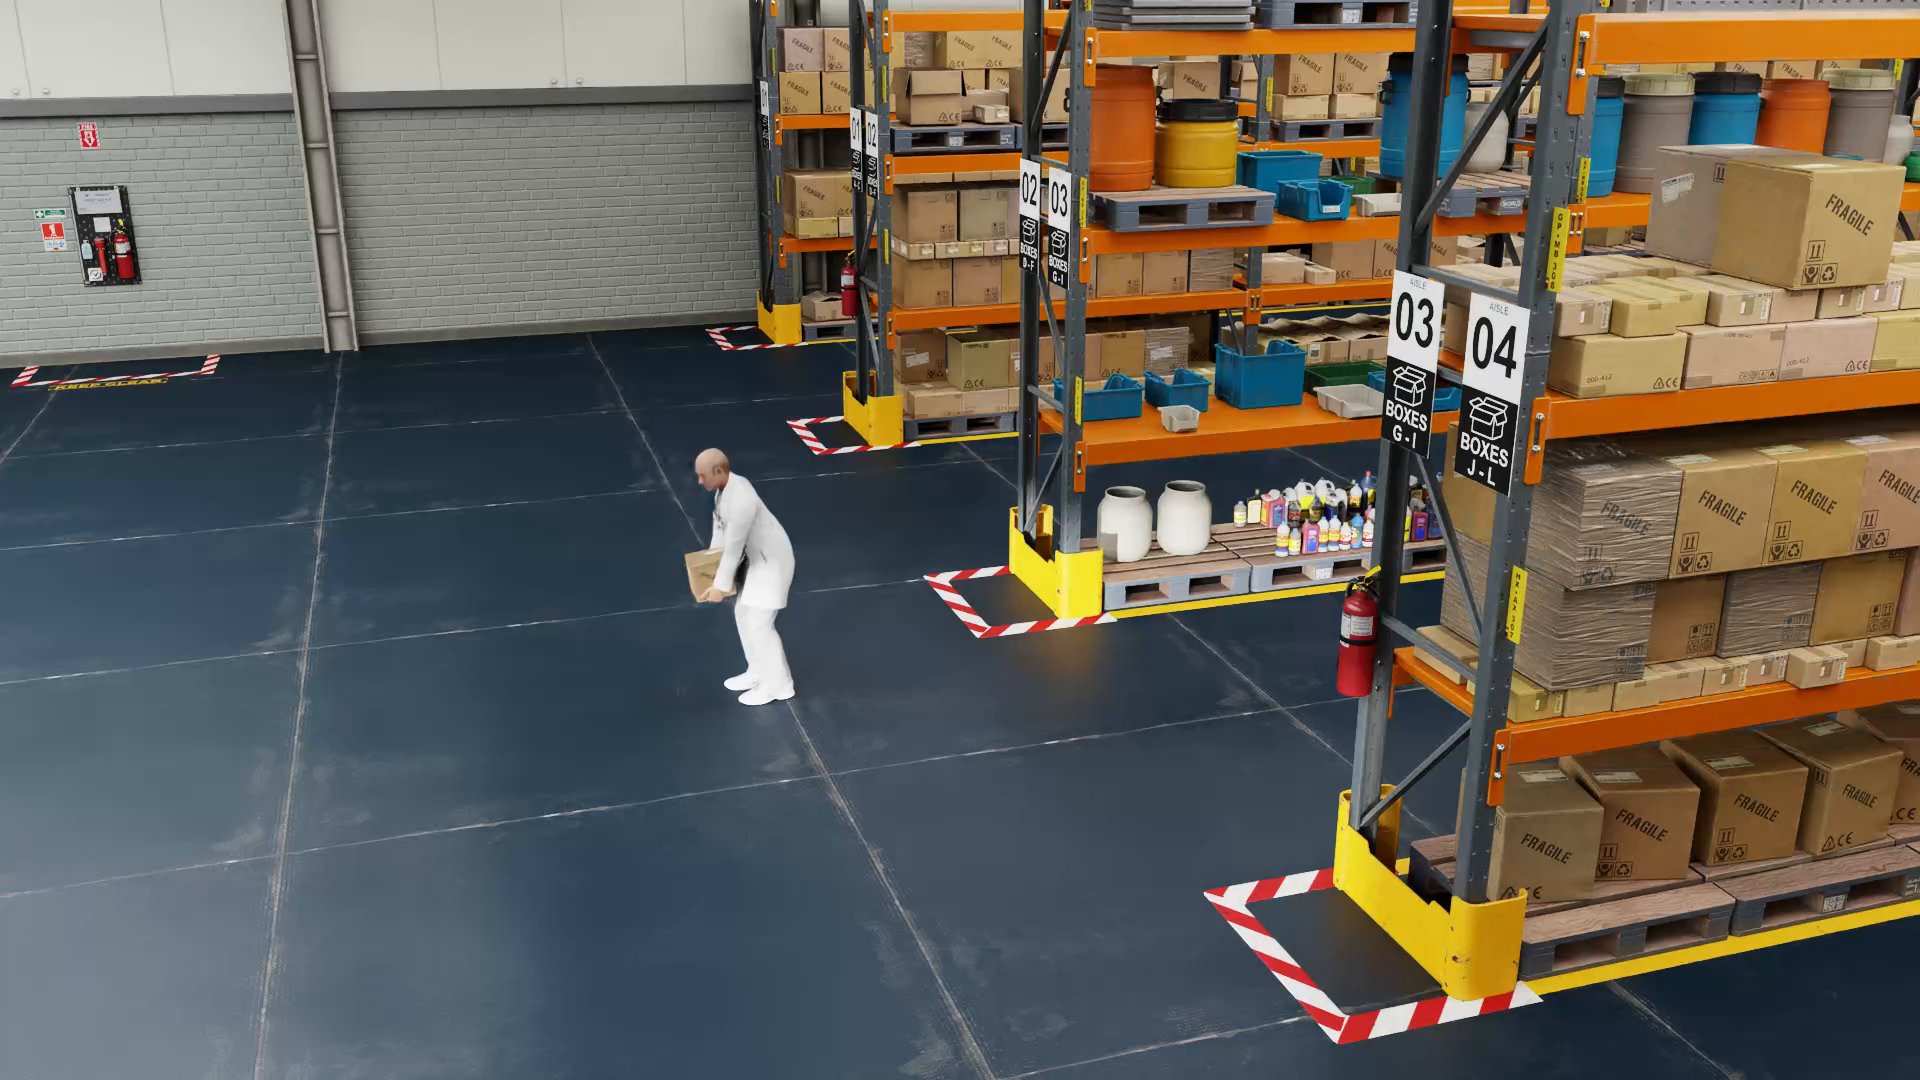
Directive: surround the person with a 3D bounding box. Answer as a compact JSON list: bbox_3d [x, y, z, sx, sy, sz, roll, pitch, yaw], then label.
[{"bbox_3d":[-1.373,0.212,10.616,0.633,1.689,0.540,-7,20,-18],"label":"person"}]
